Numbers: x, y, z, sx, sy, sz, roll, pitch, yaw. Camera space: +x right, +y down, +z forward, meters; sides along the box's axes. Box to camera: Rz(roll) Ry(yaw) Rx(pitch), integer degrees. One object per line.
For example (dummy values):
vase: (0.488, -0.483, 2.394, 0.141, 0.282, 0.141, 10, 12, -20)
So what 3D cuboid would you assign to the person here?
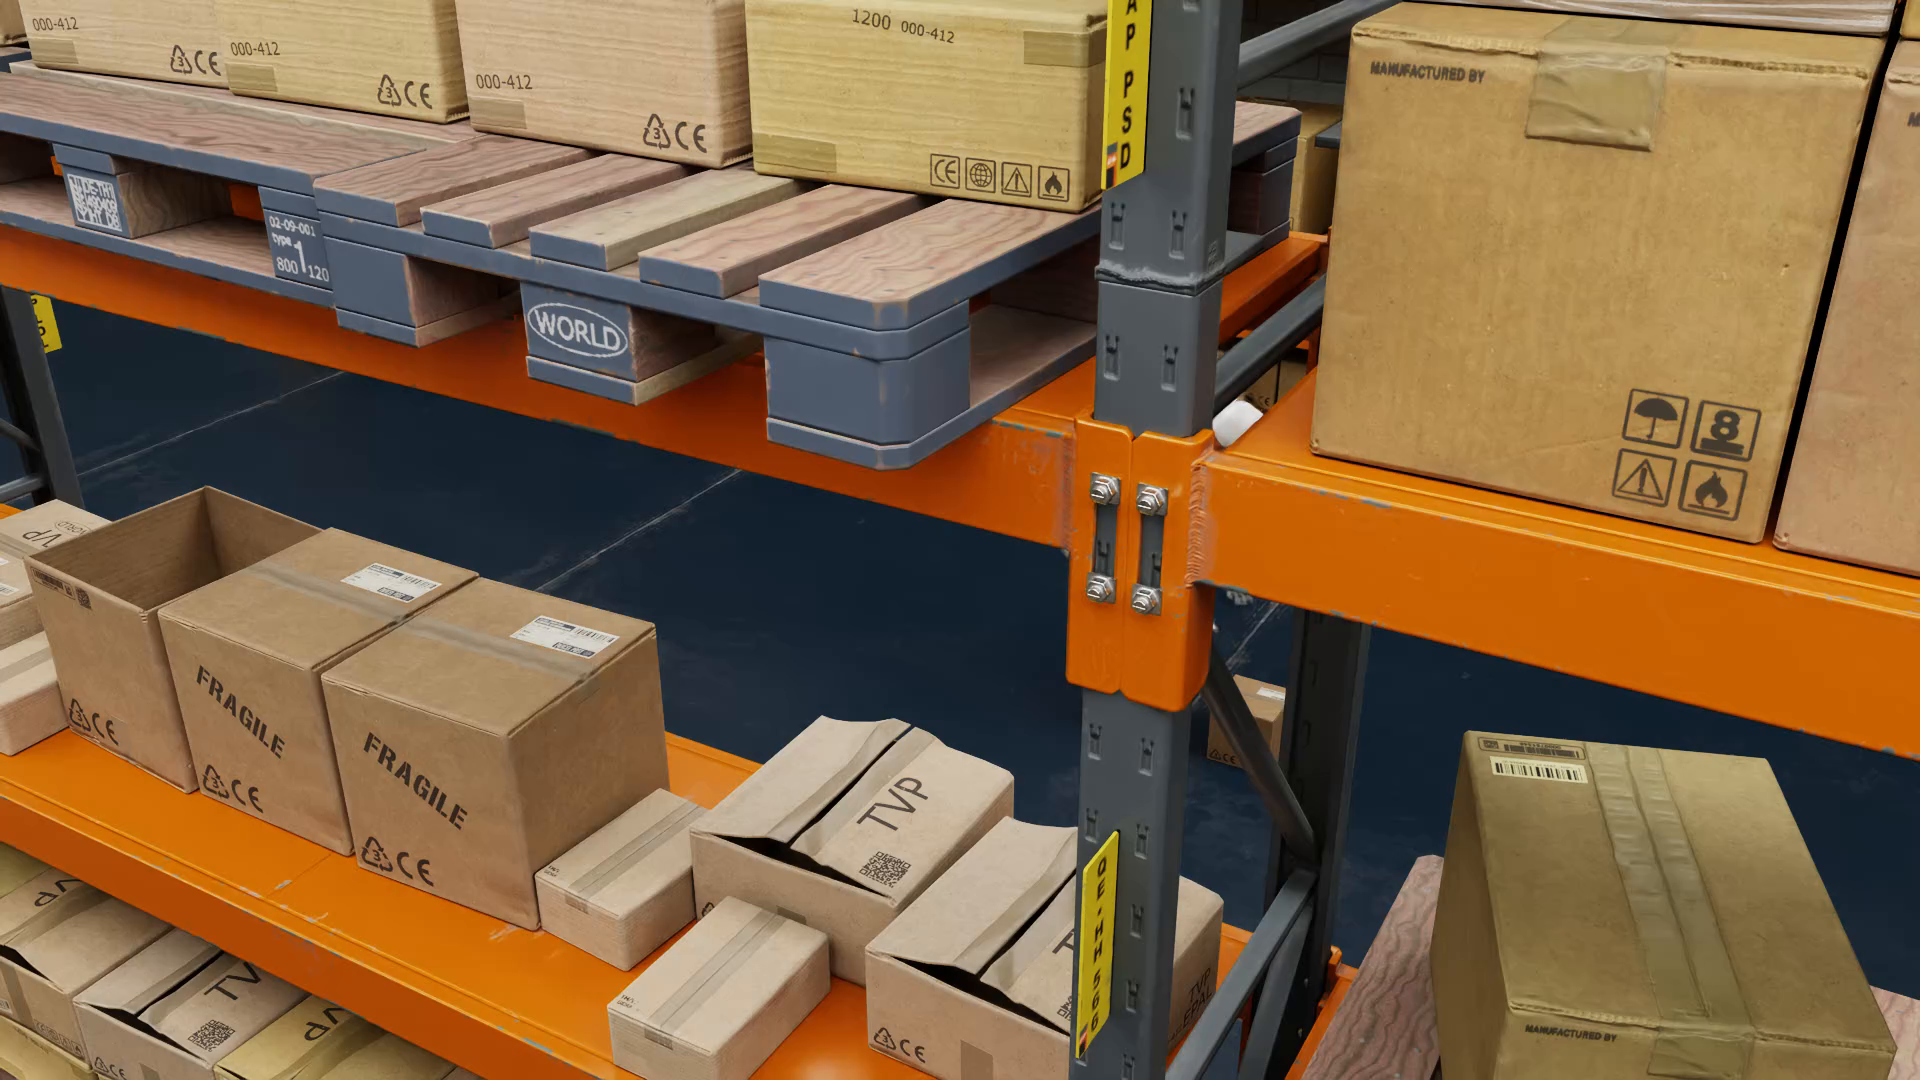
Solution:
person: (0.780, 0.086, 6.343, 0.766, 1.409, 0.584, 14, 30, 26)
